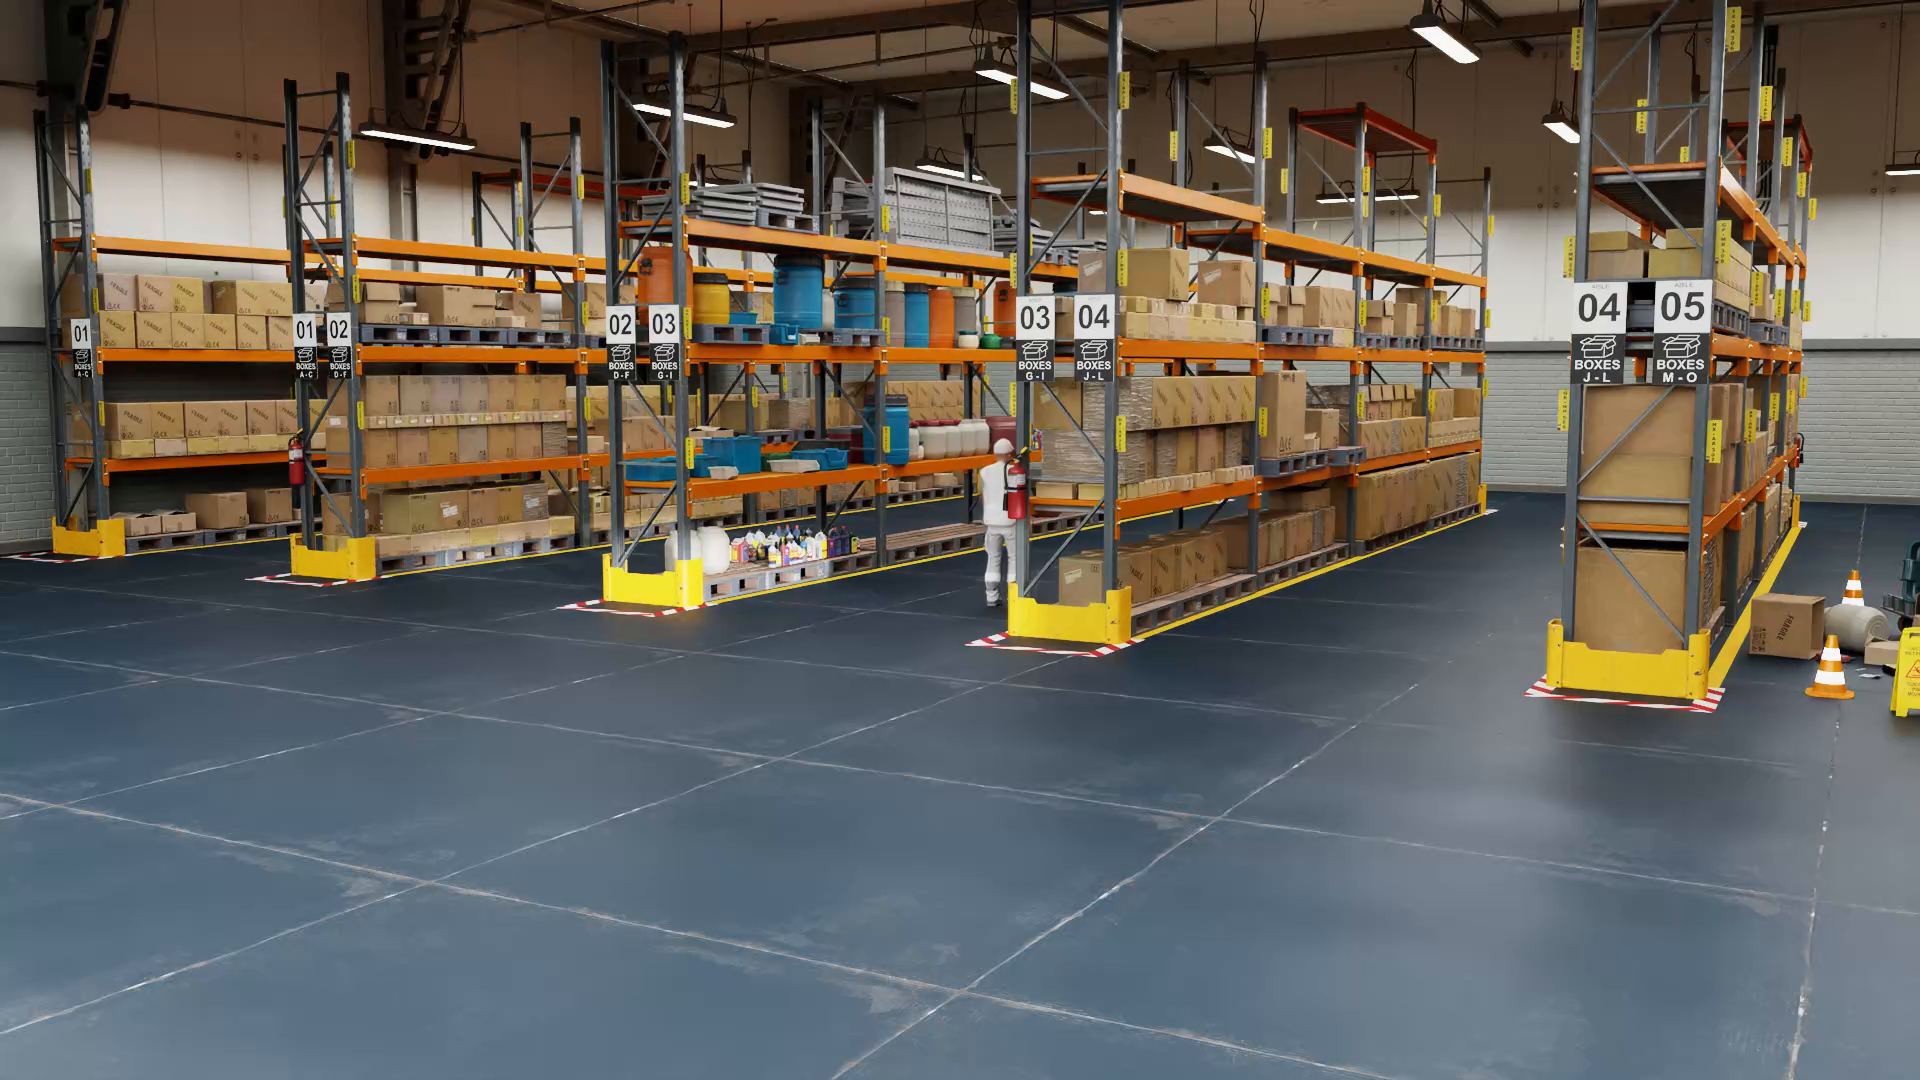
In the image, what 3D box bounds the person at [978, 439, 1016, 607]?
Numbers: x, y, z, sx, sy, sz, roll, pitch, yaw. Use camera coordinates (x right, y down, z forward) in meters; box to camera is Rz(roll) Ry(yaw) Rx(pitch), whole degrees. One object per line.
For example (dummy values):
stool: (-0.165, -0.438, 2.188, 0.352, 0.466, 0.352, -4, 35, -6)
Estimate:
person: (0.467, -0.181, 17.719, 0.539, 1.790, 0.437, 3, 7, 27)
